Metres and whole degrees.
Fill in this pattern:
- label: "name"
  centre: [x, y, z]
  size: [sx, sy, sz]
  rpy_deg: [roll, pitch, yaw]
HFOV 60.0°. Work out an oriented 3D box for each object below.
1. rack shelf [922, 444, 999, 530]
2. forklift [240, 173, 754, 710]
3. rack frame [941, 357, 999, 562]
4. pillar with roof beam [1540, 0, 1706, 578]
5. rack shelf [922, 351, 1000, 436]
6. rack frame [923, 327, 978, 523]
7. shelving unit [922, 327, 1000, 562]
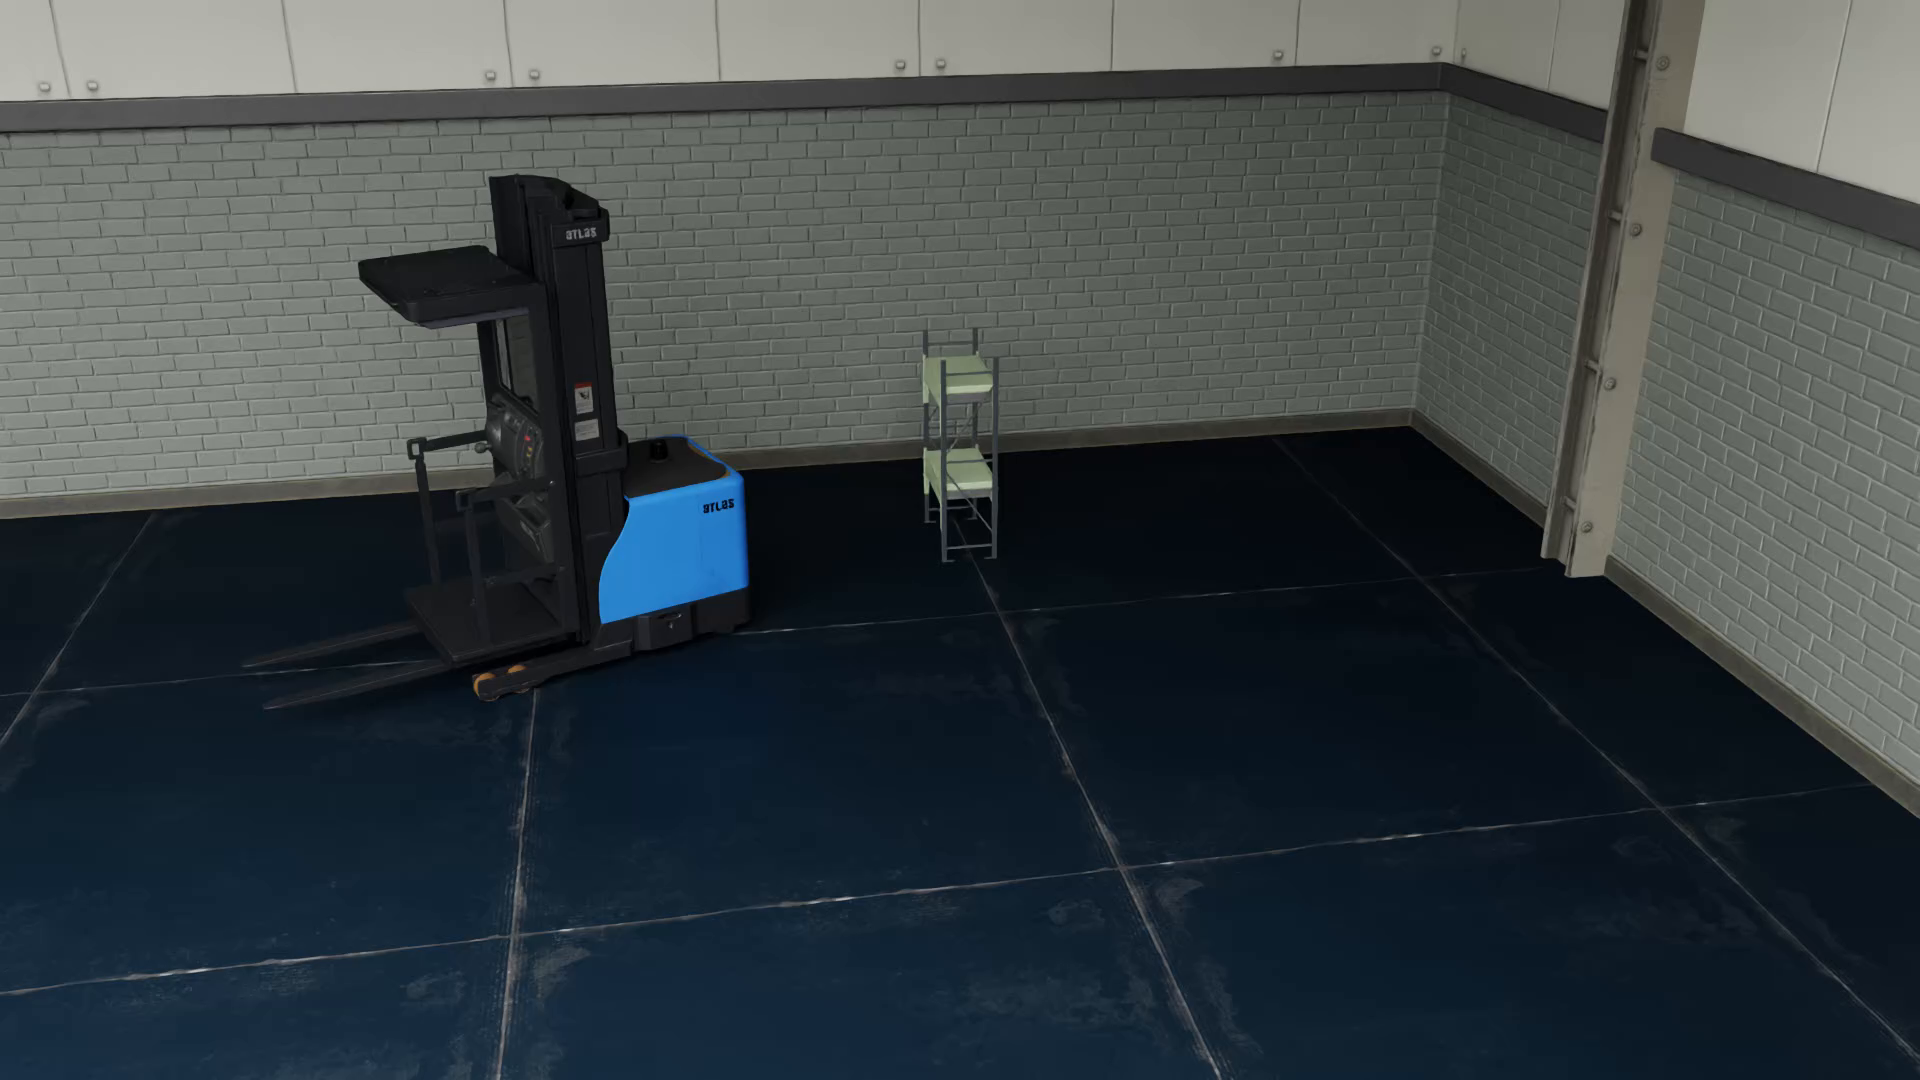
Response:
- label: "rack shelf"
  centre: [-0.001, -0.391, 12.086]
  size: [0.431, 0.370, 0.720]
  rpy_deg: [-4, 24, -10]
- label: "forklift"
  centre: [-2.872, -0.612, 9.989]
  size: [3.031, 2.935, 1.130]
  rpy_deg: [-14, 27, -29]
- label: "rack frame"
  centre: [0.066, -0.546, 11.626]
  size: [0.400, 1.500, 0.023]
  rpy_deg: [-4, 24, -10]
- label: "pillar with roof beam"
  centre: [0.140, -3.628, 9.315]
  size: [9.100, 9.000, 0.400]
  rpy_deg: [-4, 24, -10]
- label: "rack shelf"
  centre: [-0.001, -1.048, 11.800]
  size: [0.431, 0.370, 0.720]
  rpy_deg: [-4, 24, -10]
- label: "rack frame"
  centre: [-0.069, -0.834, 12.285]
  size: [0.400, 1.500, 0.023]
  rpy_deg: [-4, 24, -10]
- label: "shelving unit"
  centre: [-0.001, -0.690, 11.956]
  size: [0.431, 1.500, 0.755]
  rpy_deg: [-4, 24, -10]
